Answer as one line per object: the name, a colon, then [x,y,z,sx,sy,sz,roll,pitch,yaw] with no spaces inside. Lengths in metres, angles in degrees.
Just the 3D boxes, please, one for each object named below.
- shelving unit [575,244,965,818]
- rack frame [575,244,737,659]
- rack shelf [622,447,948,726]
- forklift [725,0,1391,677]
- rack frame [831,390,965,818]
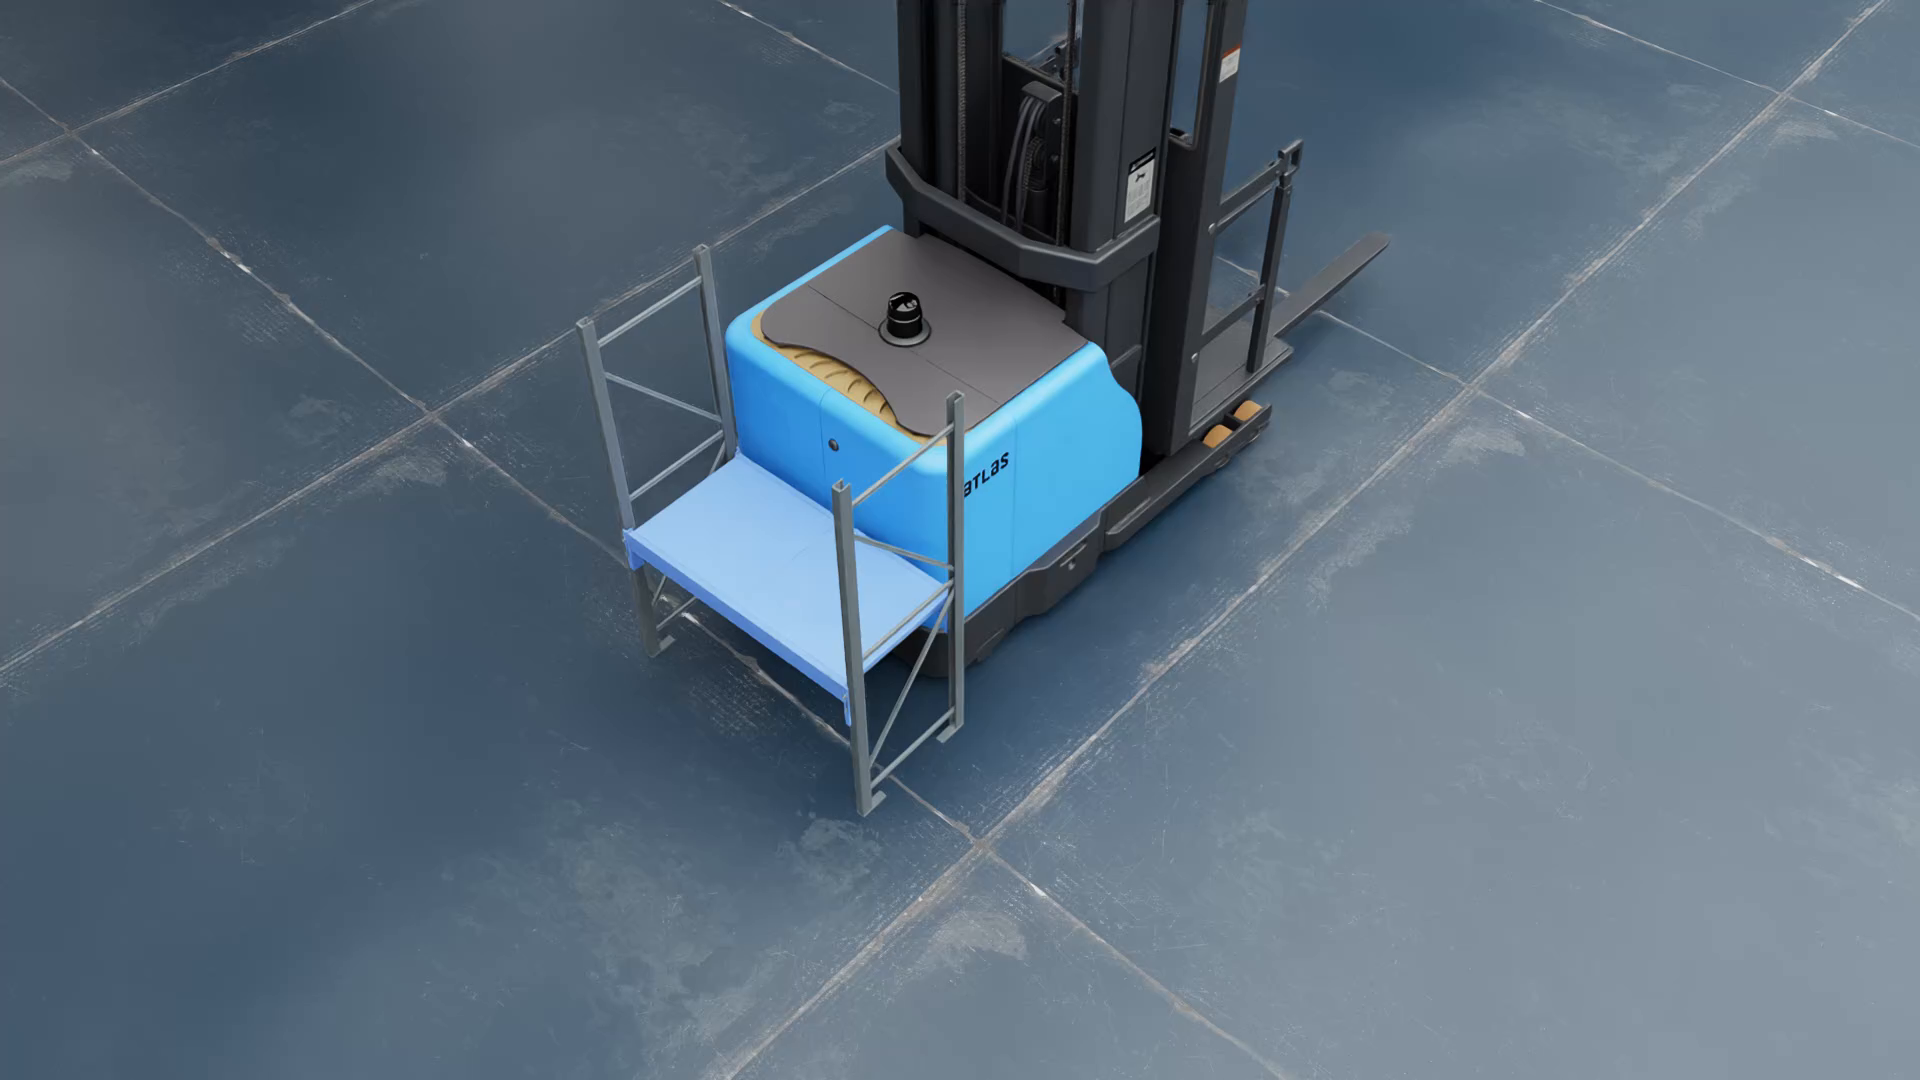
shelving unit: [-0.546,0.003,5.219,1.048,1.500,0.538,32,55,27]
rack frame: [-0.932,-0.239,5.446,0.032,1.500,0.500,32,55,27]
rack shelf: [-0.546,0.126,5.350,1.000,0.185,0.538,32,55,27]
forklift: [0.583,-1.517,5.664,1.130,2.935,3.031,34,56,28]
rack frame: [-0.161,0.244,4.992,0.032,1.500,0.500,32,55,27]
